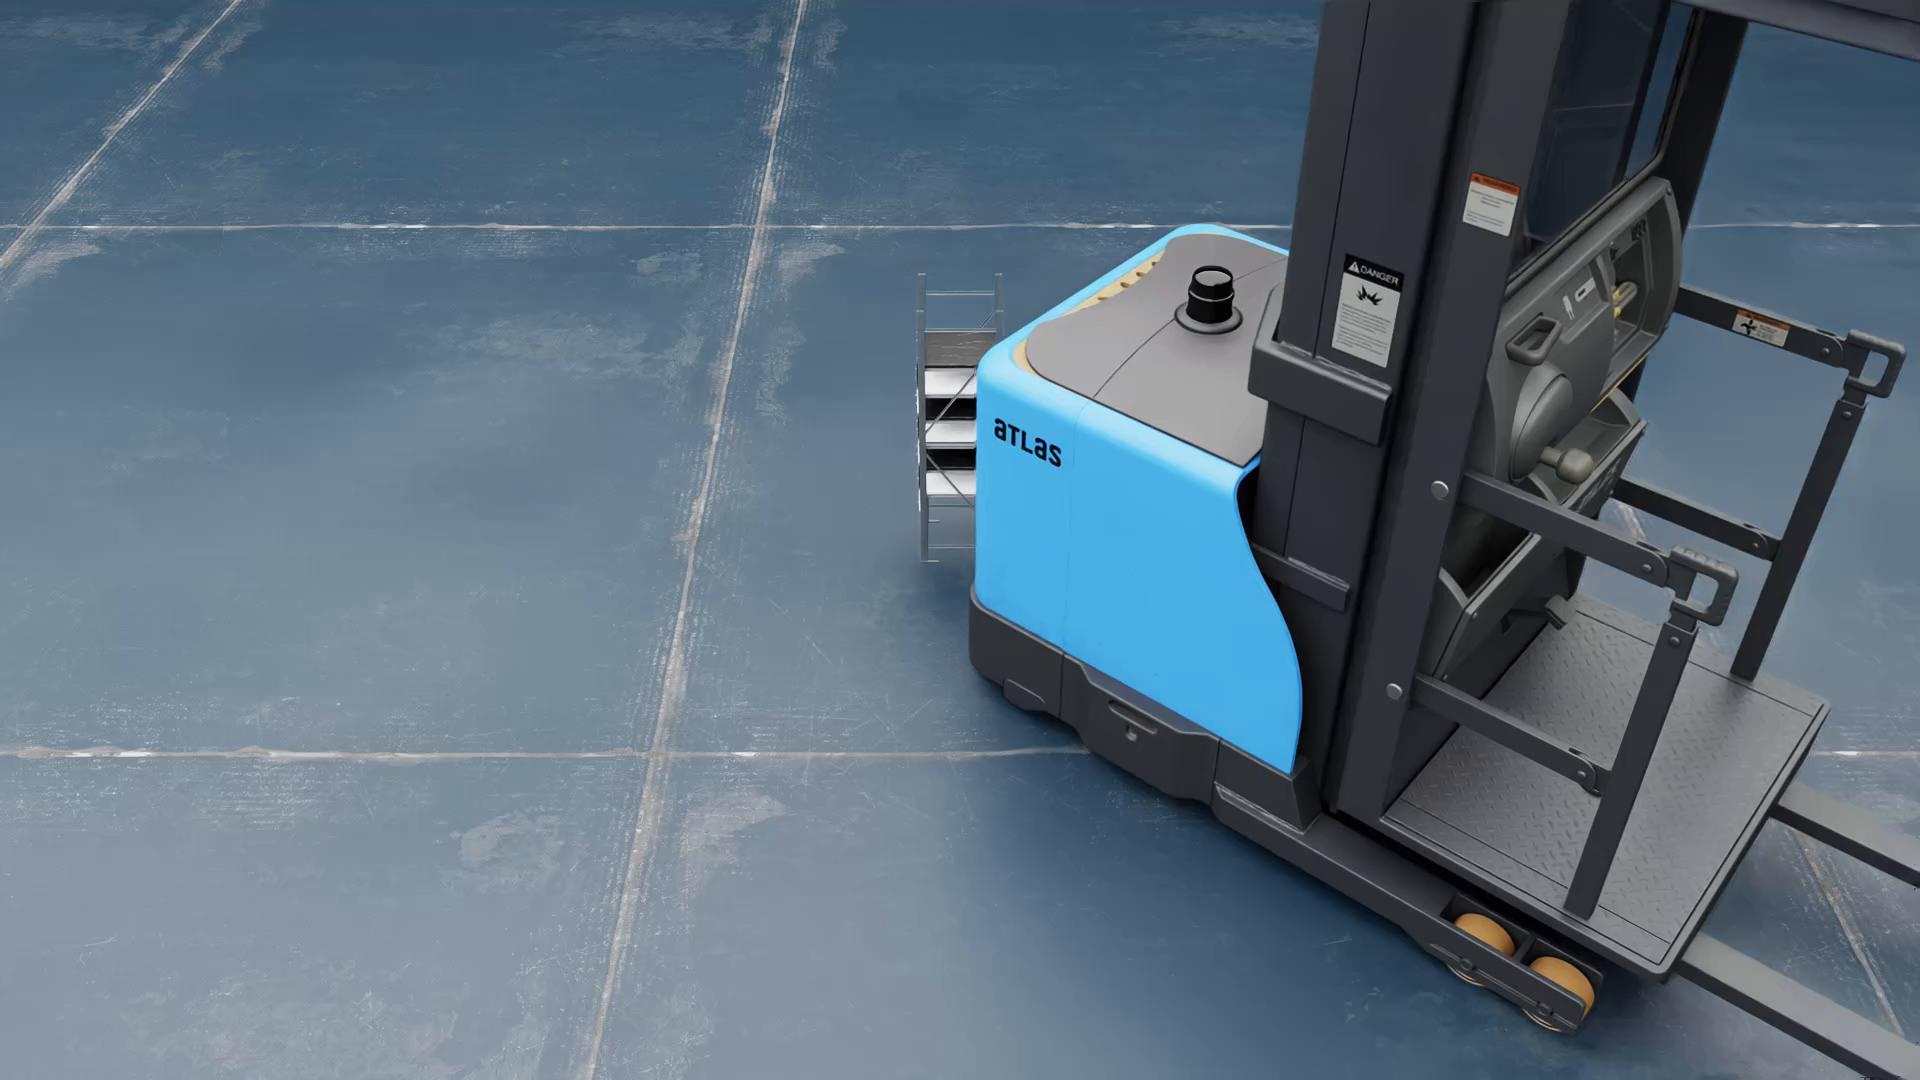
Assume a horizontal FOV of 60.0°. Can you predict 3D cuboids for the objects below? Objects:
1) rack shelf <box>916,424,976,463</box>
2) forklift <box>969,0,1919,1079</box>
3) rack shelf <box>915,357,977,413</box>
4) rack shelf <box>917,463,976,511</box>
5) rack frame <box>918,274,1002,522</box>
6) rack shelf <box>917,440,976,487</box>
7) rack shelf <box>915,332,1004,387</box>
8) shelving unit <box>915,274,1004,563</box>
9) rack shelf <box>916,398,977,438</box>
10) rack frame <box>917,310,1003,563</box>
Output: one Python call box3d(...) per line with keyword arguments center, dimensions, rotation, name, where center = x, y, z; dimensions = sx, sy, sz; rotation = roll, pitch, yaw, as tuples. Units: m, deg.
box3d(center=(0.000, -0.320, 4.983), dimensions=(0.258, 0.077, 0.200), rotation=(0, 39, 0), name="rack shelf")
box3d(center=(1.477, -0.390, 3.393), dimensions=(3.031, 2.935, 1.130), rotation=(28, 46, 30), name="forklift")
box3d(center=(0.000, -0.461, 4.871), dimensions=(0.258, 0.077, 0.200), rotation=(0, 39, 0), name="rack shelf")
box3d(center=(0.000, -0.180, 5.096), dimensions=(0.258, 0.077, 0.200), rotation=(0, 39, 0), name="rack shelf")
box3d(center=(0.000, -0.410, 5.042), dimensions=(0.240, 0.900, 0.006), rotation=(0, 39, 0), name="rack frame")
box3d(center=(0.000, -0.250, 5.039), dimensions=(0.258, 0.077, 0.200), rotation=(0, 39, 0), name="rack shelf")
box3d(center=(0.000, -0.531, 4.814), dimensions=(0.258, 0.077, 0.200), rotation=(0, 39, 0), name="rack shelf")
box3d(center=(0.000, -0.346, 4.962), dimensions=(0.258, 0.900, 0.210), rotation=(0, 39, 0), name="shelving unit")
box3d(center=(0.000, -0.390, 4.927), dimensions=(0.258, 0.077, 0.200), rotation=(0, 39, 0), name="rack shelf")
box3d(center=(0.000, -0.282, 4.883), dimensions=(0.240, 0.900, 0.006), rotation=(0, 39, 0), name="rack frame")
